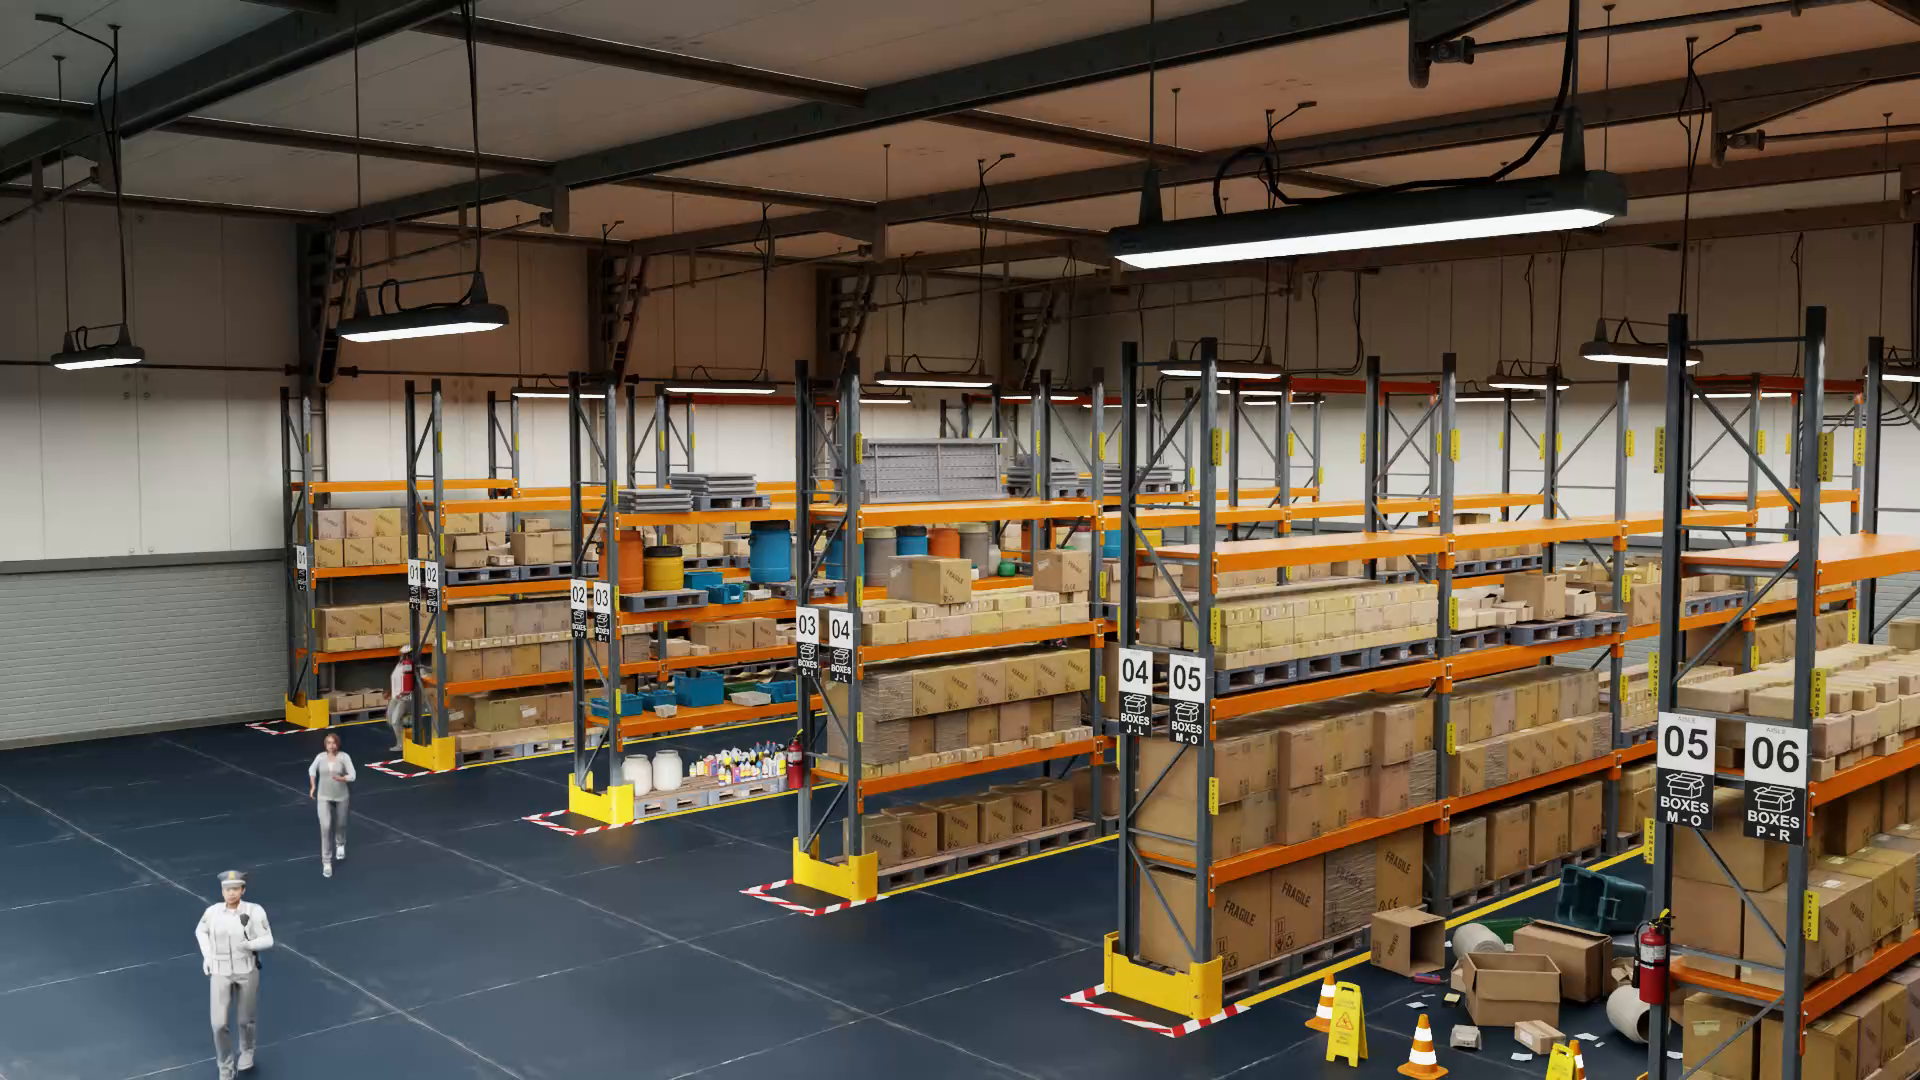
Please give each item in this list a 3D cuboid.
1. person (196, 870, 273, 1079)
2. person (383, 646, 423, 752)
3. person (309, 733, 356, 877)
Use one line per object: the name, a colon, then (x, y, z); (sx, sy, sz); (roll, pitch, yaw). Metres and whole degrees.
person: (-5.755, 3.477, 13.191); (0.593, 1.747, 0.709); (-1, 4, -18)
person: (-9.059, 2.573, 27.107); (0.689, 1.706, 0.605); (3, 5, 38)
person: (-7.432, 3.087, 19.707); (0.524, 1.620, 0.820); (-1, 4, -19)
